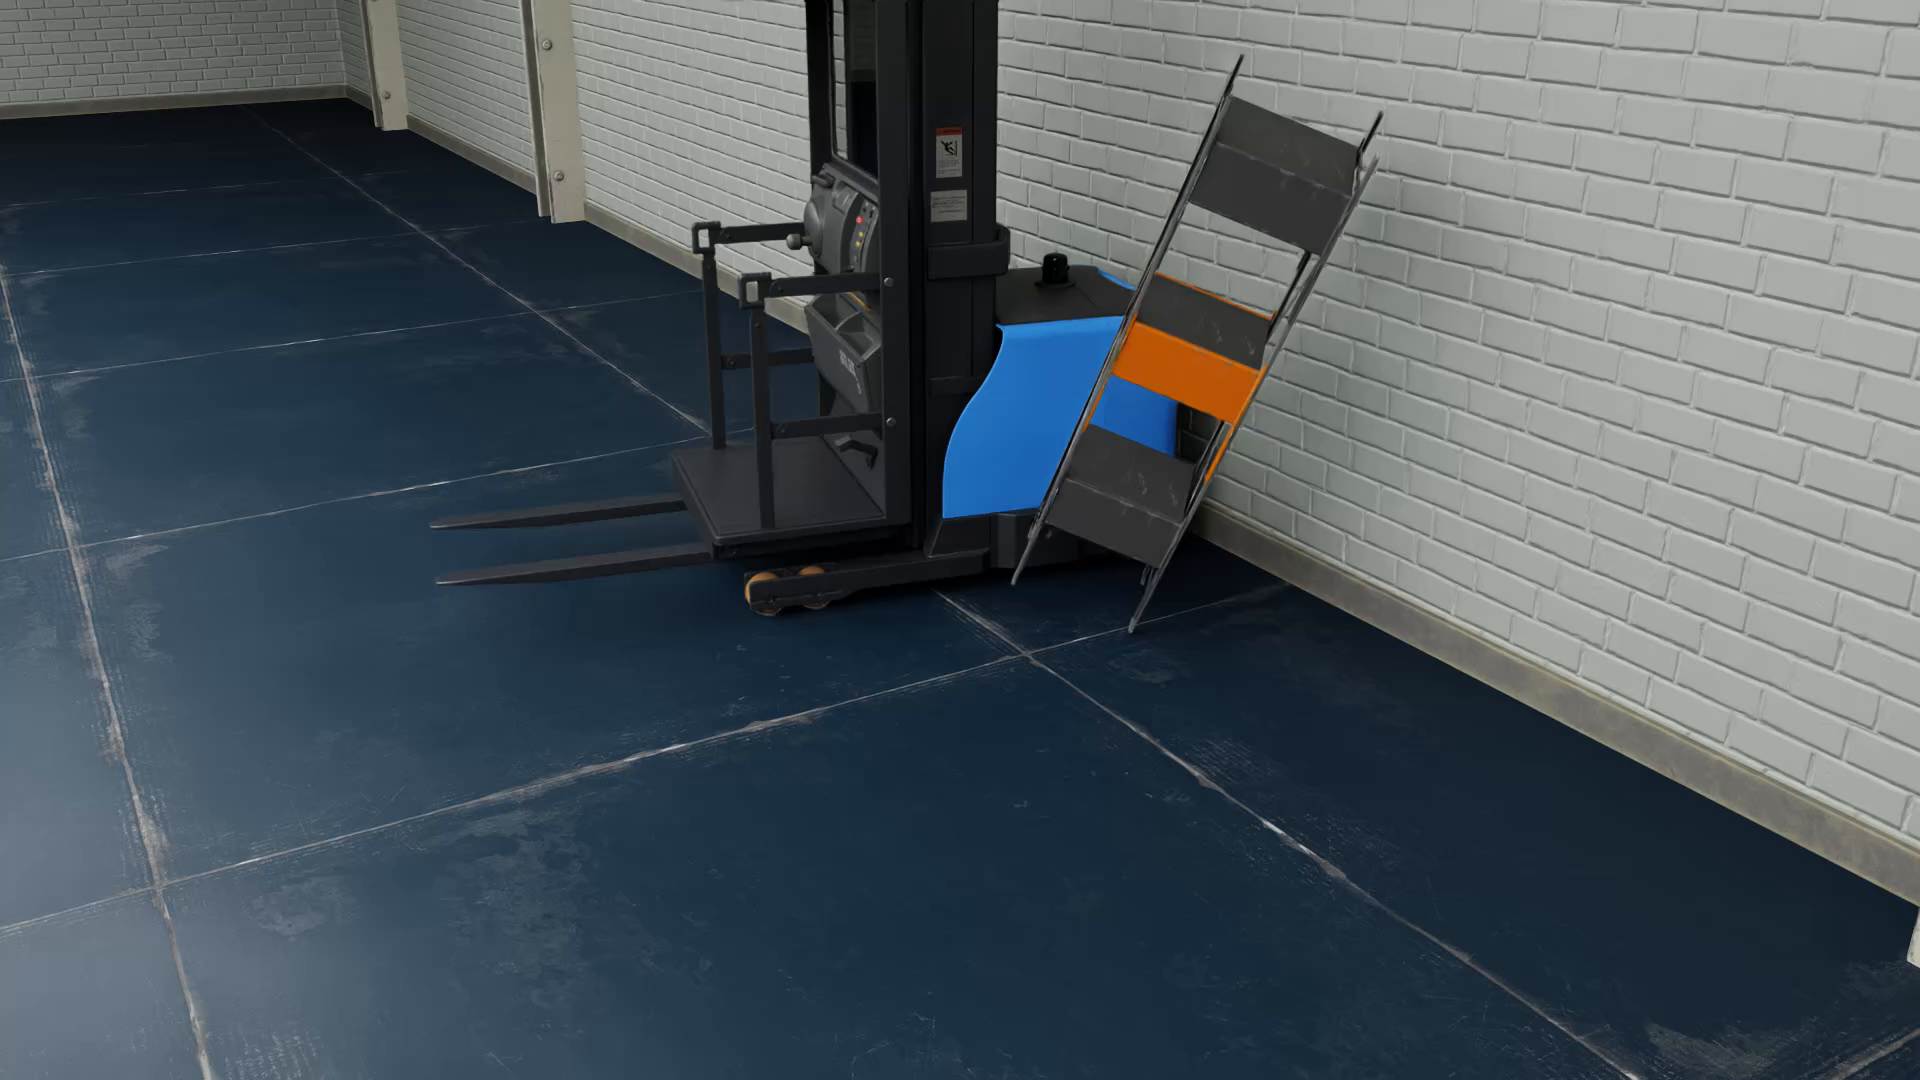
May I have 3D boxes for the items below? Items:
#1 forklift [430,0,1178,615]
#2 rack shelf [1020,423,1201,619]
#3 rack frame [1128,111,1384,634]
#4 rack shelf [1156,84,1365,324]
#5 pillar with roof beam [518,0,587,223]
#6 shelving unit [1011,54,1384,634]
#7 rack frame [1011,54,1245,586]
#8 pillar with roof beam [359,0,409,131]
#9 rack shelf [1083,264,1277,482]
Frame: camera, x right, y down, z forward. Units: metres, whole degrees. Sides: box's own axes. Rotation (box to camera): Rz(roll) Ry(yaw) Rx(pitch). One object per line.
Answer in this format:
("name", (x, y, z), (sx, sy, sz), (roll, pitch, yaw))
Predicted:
("forklift", (-0.656, -1.283, 6.575), (3.031, 2.935, 1.130), (-7, 23, -17))
("rack shelf", (0.574, -0.093, 6.344), (0.480, 0.518, 0.431), (22, 38, 0))
("rack frame", (1.012, -0.518, 5.901), (0.015, 2.100, 0.400), (22, 38, 0))
("rack shelf", (0.990, -1.108, 5.474), (0.480, 0.518, 0.431), (22, 38, 0))
("pillar with roof beam", (-7.033, -6.053, 10.252), (9.100, 9.000, 0.400), (-13, 25, -28))
("shelving unit", (0.786, -0.610, 5.900), (0.503, 2.100, 0.431), (22, 38, 0))
("rack frame", (0.560, -0.703, 5.900), (0.015, 2.100, 0.400), (22, 38, 0))
("pillar with roof beam", (-10.098, -7.995, 15.031), (9.100, 9.000, 0.400), (-13, 25, -28))
("rack shelf", (0.782, -0.601, 5.909), (0.480, 0.518, 0.431), (22, 38, 0))
